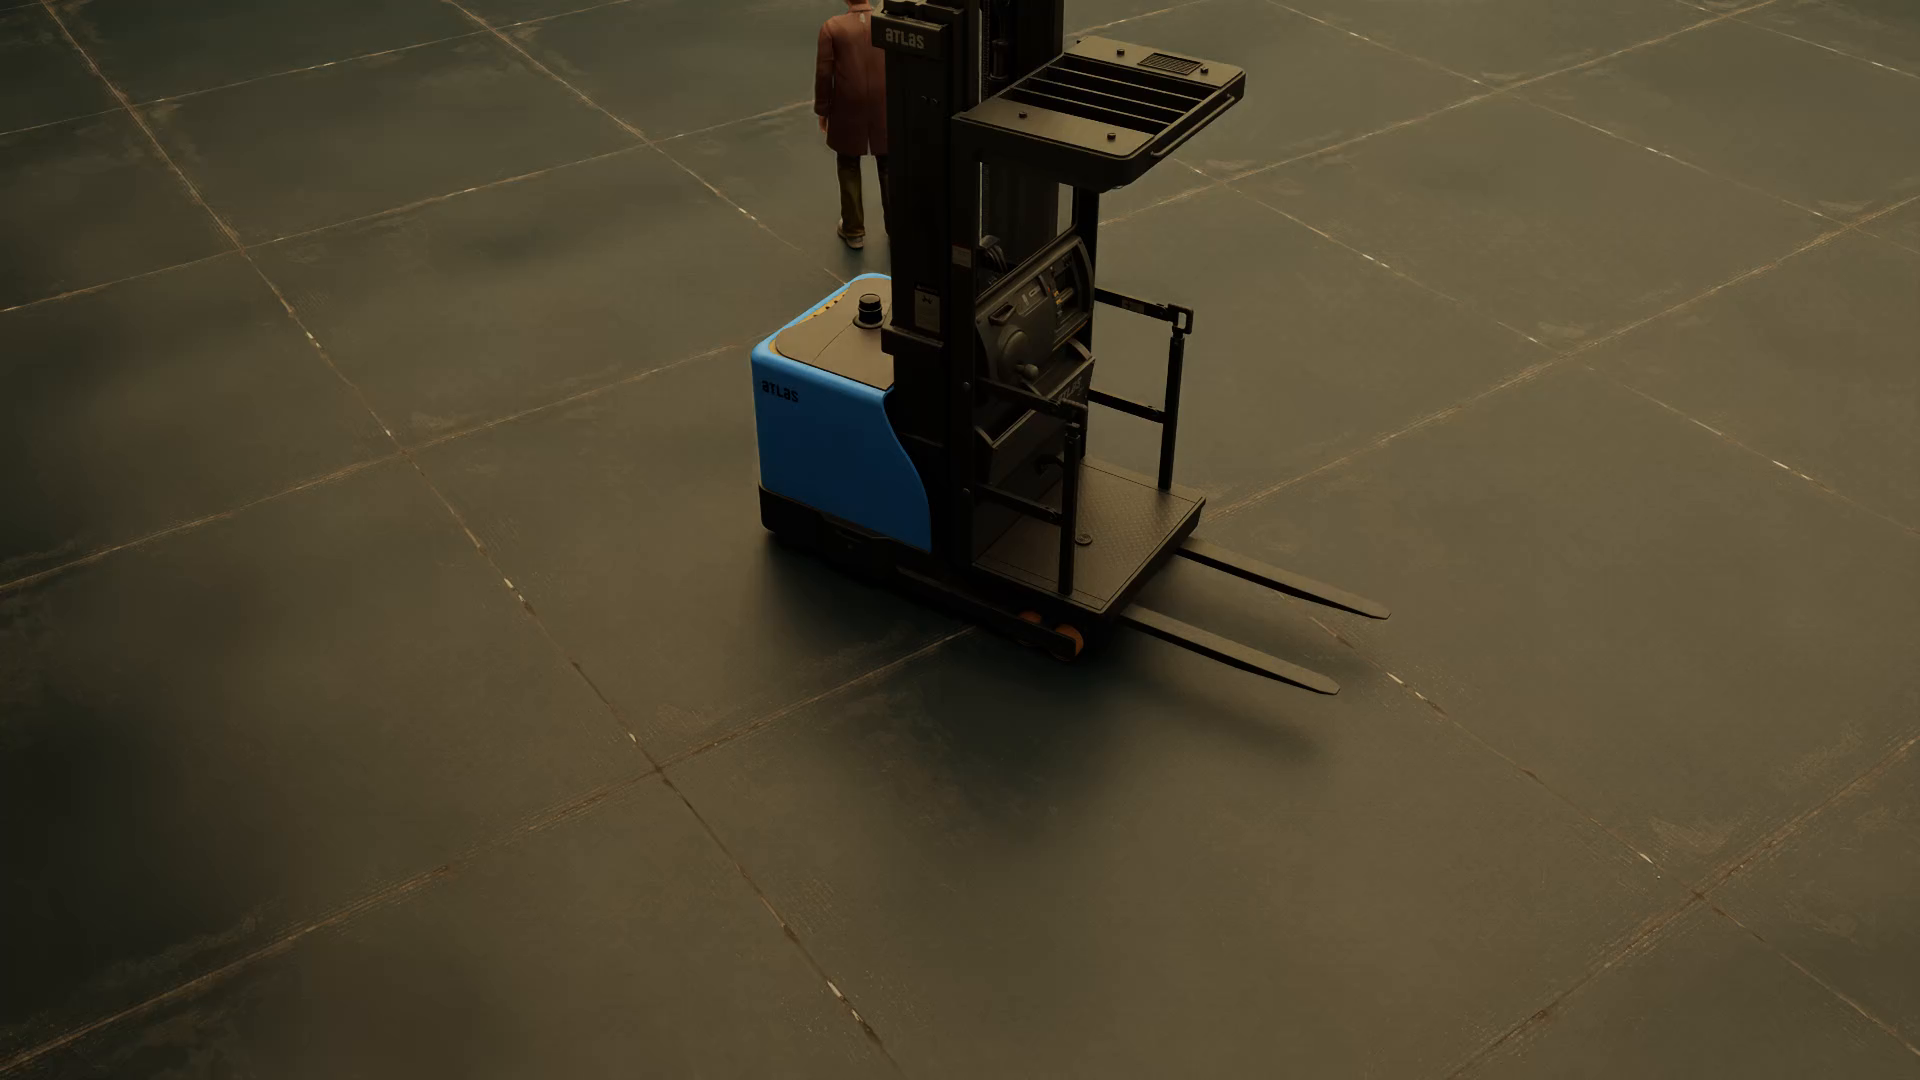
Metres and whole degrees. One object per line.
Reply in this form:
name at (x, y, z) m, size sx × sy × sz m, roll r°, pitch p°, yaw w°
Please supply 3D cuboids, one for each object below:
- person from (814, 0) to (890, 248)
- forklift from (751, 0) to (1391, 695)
person at (-0.606, -2.736, 10.618) m, size 0.643 × 1.774 × 0.420 m, roll -5°, pitch 37°, yaw -7°
forklift at (0.514, -0.985, 7.276) m, size 3.031 × 2.935 × 1.130 m, roll 21°, pitch 41°, yaw 26°
